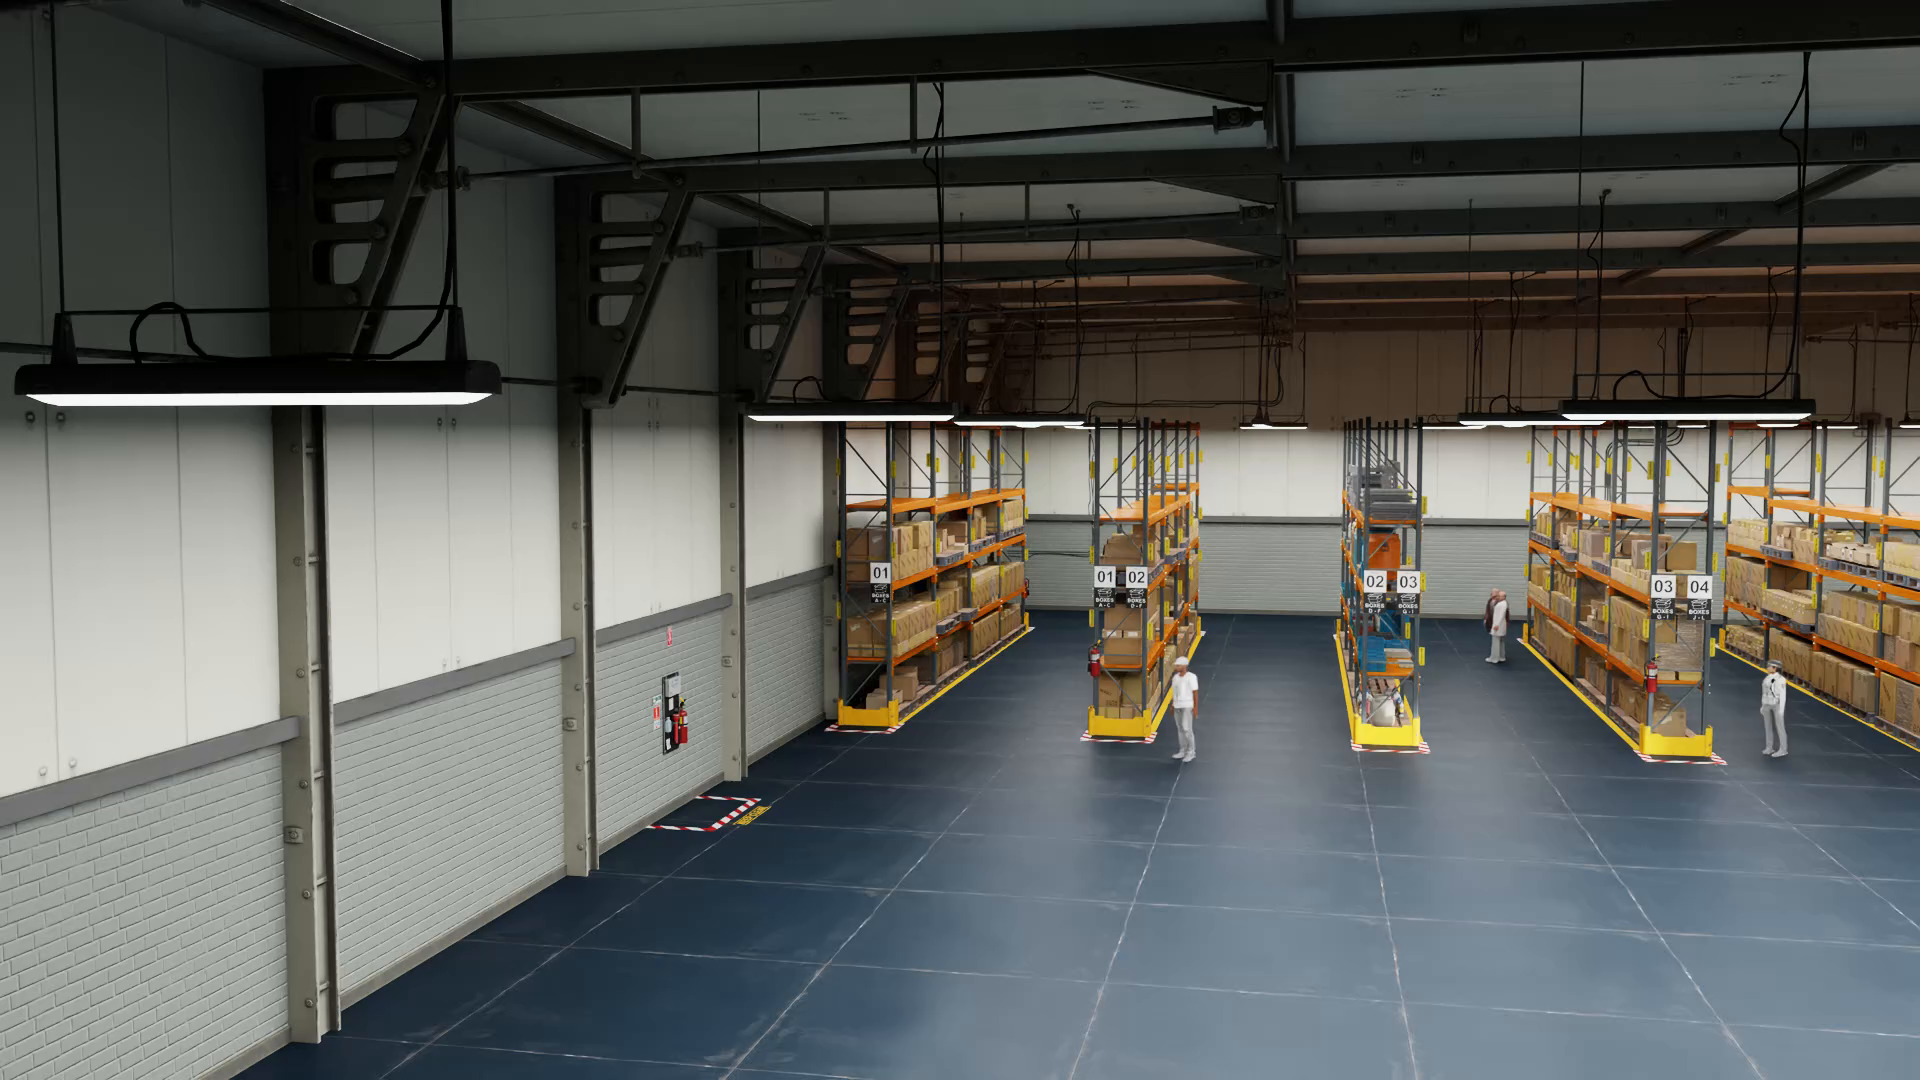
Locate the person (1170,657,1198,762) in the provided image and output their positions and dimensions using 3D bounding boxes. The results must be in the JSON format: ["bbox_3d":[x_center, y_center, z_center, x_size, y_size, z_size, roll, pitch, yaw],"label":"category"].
[{"bbox_3d":[3.901,2.955,29.182,0.392,1.804,0.621,-2,4,-33],"label":"person"}]

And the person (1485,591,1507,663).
[{"bbox_3d":[13.353,2.158,41.349,0.518,1.783,0.638,2,4,30],"label":"person"}]

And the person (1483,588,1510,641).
[{"bbox_3d":[13.573,2.100,42.084,0.629,1.755,1.009,2,4,30],"label":"person"}]

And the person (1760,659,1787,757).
[{"bbox_3d":[14.449,2.964,29.534,0.394,1.691,0.526,-2,4,-28],"label":"person"}]
